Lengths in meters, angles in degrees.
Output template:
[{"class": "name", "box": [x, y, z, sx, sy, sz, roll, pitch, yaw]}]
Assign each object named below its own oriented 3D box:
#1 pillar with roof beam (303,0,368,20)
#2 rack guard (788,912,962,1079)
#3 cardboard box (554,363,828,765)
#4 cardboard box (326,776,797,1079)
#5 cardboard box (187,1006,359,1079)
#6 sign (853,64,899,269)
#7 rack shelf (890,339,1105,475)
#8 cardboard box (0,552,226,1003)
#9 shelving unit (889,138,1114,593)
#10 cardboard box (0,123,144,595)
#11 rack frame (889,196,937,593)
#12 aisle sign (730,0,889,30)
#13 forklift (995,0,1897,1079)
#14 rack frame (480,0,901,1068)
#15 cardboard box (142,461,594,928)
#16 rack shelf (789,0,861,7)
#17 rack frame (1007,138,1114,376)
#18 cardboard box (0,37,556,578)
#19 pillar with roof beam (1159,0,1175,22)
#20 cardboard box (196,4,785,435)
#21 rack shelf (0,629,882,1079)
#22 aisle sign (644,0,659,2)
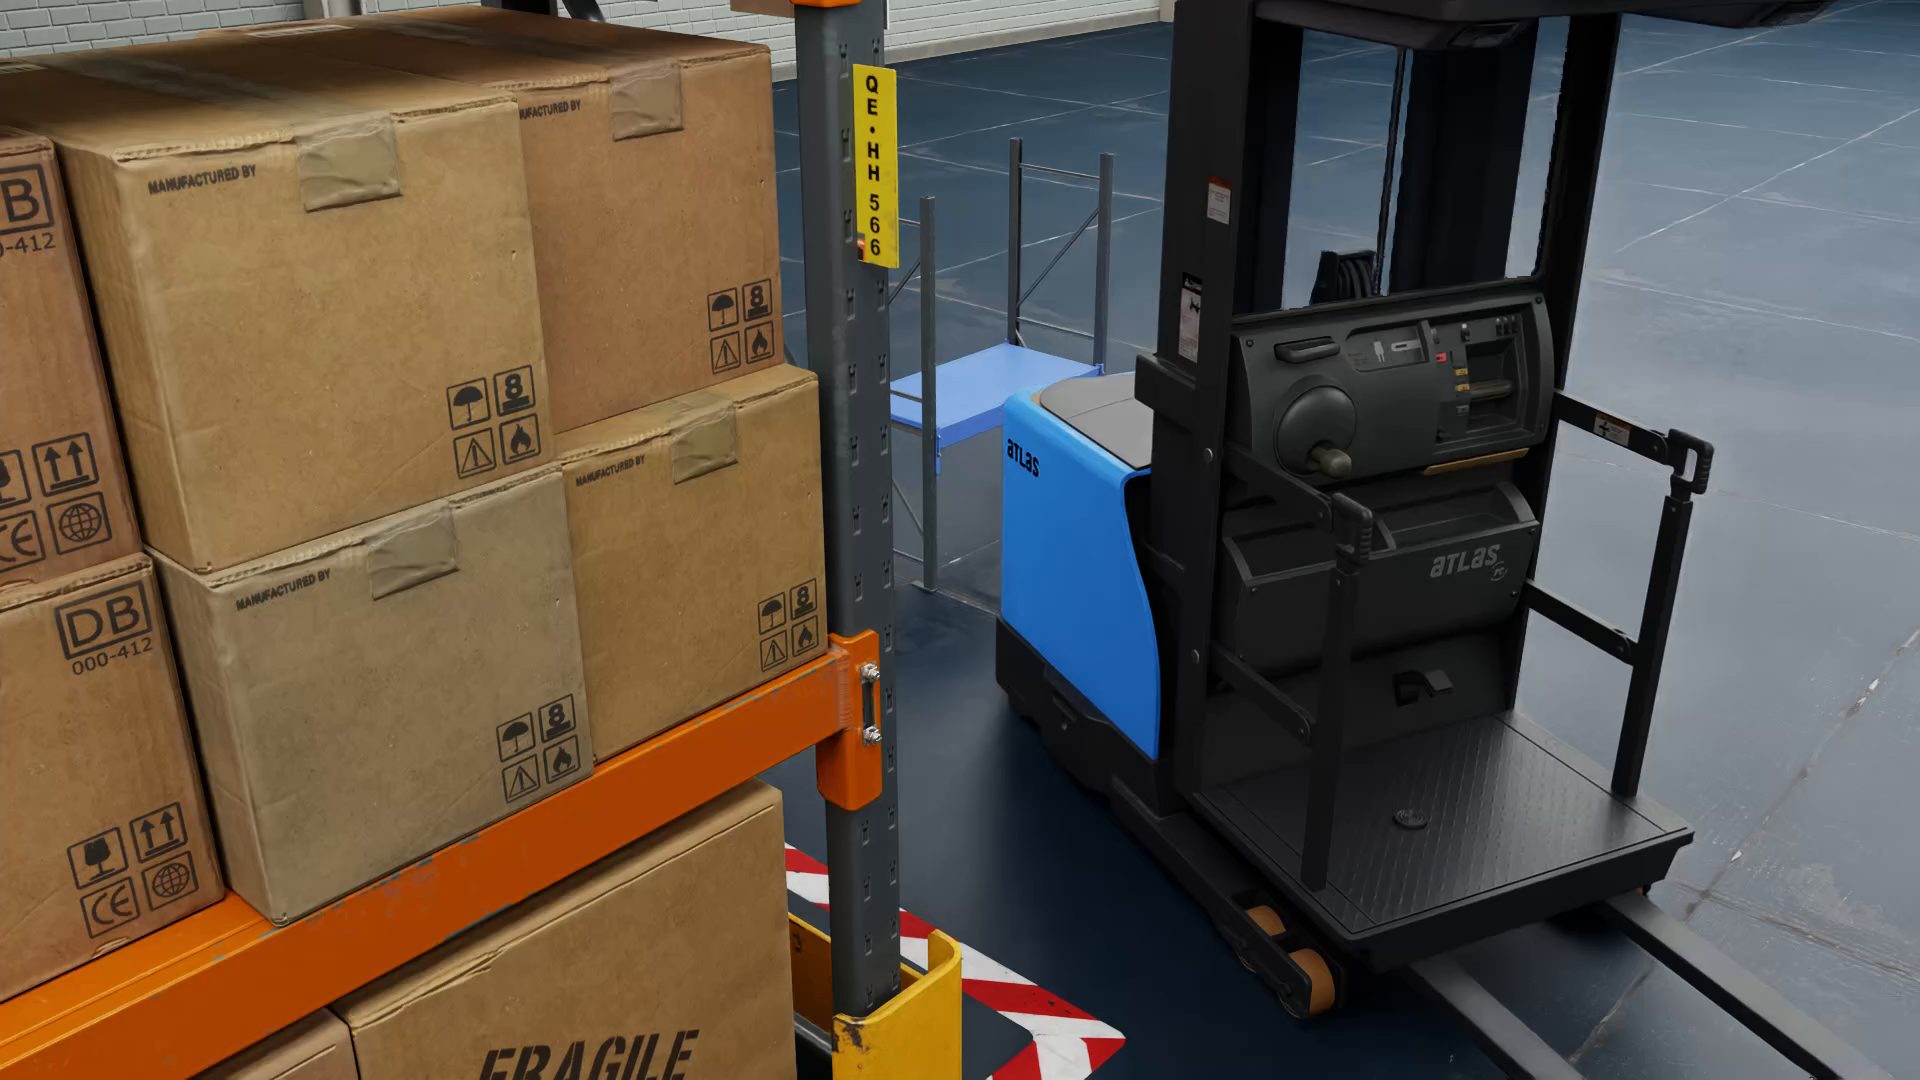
[{"class": "pillar with roof beam", "box": [-1.914, -6.231, 9.648, 9.100, 9.000, 0.400, 20, 31, 38]}, {"class": "rack guard", "box": [-0.520, 1.001, 3.906, 1.175, 0.500, 0.348, 20, 31, 38]}, {"class": "cardboard box", "box": [-0.750, -0.075, 3.068, 0.875, 0.550, 0.550, 20, 31, 38]}, {"class": "cardboard box", "box": [-0.939, 0.871, 3.226, 0.875, 0.875, 0.875, 20, 31, 38]}, {"class": "cardboard box", "box": [-1.525, 1.139, 2.626, 0.875, 0.875, 0.875, 20, 31, 37]}, {"class": "sign", "box": [-0.141, -0.616, 2.753, 0.100, 0.325, 0.005, 20, 31, 38]}, {"class": "rack shelf", "box": [0.057, -0.546, 6.575, 0.538, 0.185, 1.000, 20, 31, 38]}, {"class": "cardboard box", "box": [-1.568, 0.235, 2.376, 0.875, 0.550, 0.550, 20, 31, 38]}, {"class": "shelving unit", "box": [0.057, -0.710, 6.501, 0.538, 1.500, 1.048, 20, 31, 38]}, {"class": "cardboard box", "box": [-1.586, -0.264, 2.170, 0.875, 0.550, 0.550, 20, 31, 38]}, {"class": "rack frame", "box": [-0.282, -0.555, 6.156, 0.500, 1.500, 0.032, 20, 31, 38]}, {"class": "aisle sign", "box": [-0.265, -1.258, 2.712, 0.394, 0.787, 0.004, 20, 31, 38]}, {"class": "forklift", "box": [1.189, -0.358, 3.967, 1.130, 2.935, 3.031, -11, 26, -22]}, {"class": "rack frame", "box": [-0.536, -0.132, 3.378, 1.000, 3.000, 0.127, 20, 31, 38]}, {"class": "cardboard box", "box": [-1.100, 0.099, 2.680, 0.875, 0.550, 0.550, 20, 31, 38]}, {"class": "rack shelf", "box": [-1.871, -0.563, 1.552, 1.077, 0.370, 4.000, 20, 31, 38]}, {"class": "rack frame", "box": [0.396, -0.865, 6.847, 0.500, 1.500, 0.032, 20, 31, 38]}, {"class": "cardboard box", "box": [-1.111, -0.398, 2.468, 0.875, 0.550, 0.550, 20, 31, 38]}, {"class": "pillar with roof beam", "box": [6.095, -9.887, 17.802, 9.100, 9.000, 0.400, 20, 31, 38]}, {"class": "cardboard box", "box": [-0.812, -0.591, 2.898, 0.875, 0.550, 0.550, 20, 31, 38]}, {"class": "rack shelf", "box": [-1.871, 0.806, 2.166, 1.077, 0.370, 4.000, 20, 31, 38]}, {"class": "aisle sign", "box": [-0.712, -1.422, 3.077, 0.394, 0.787, 0.004, 20, 31, 38]}]
